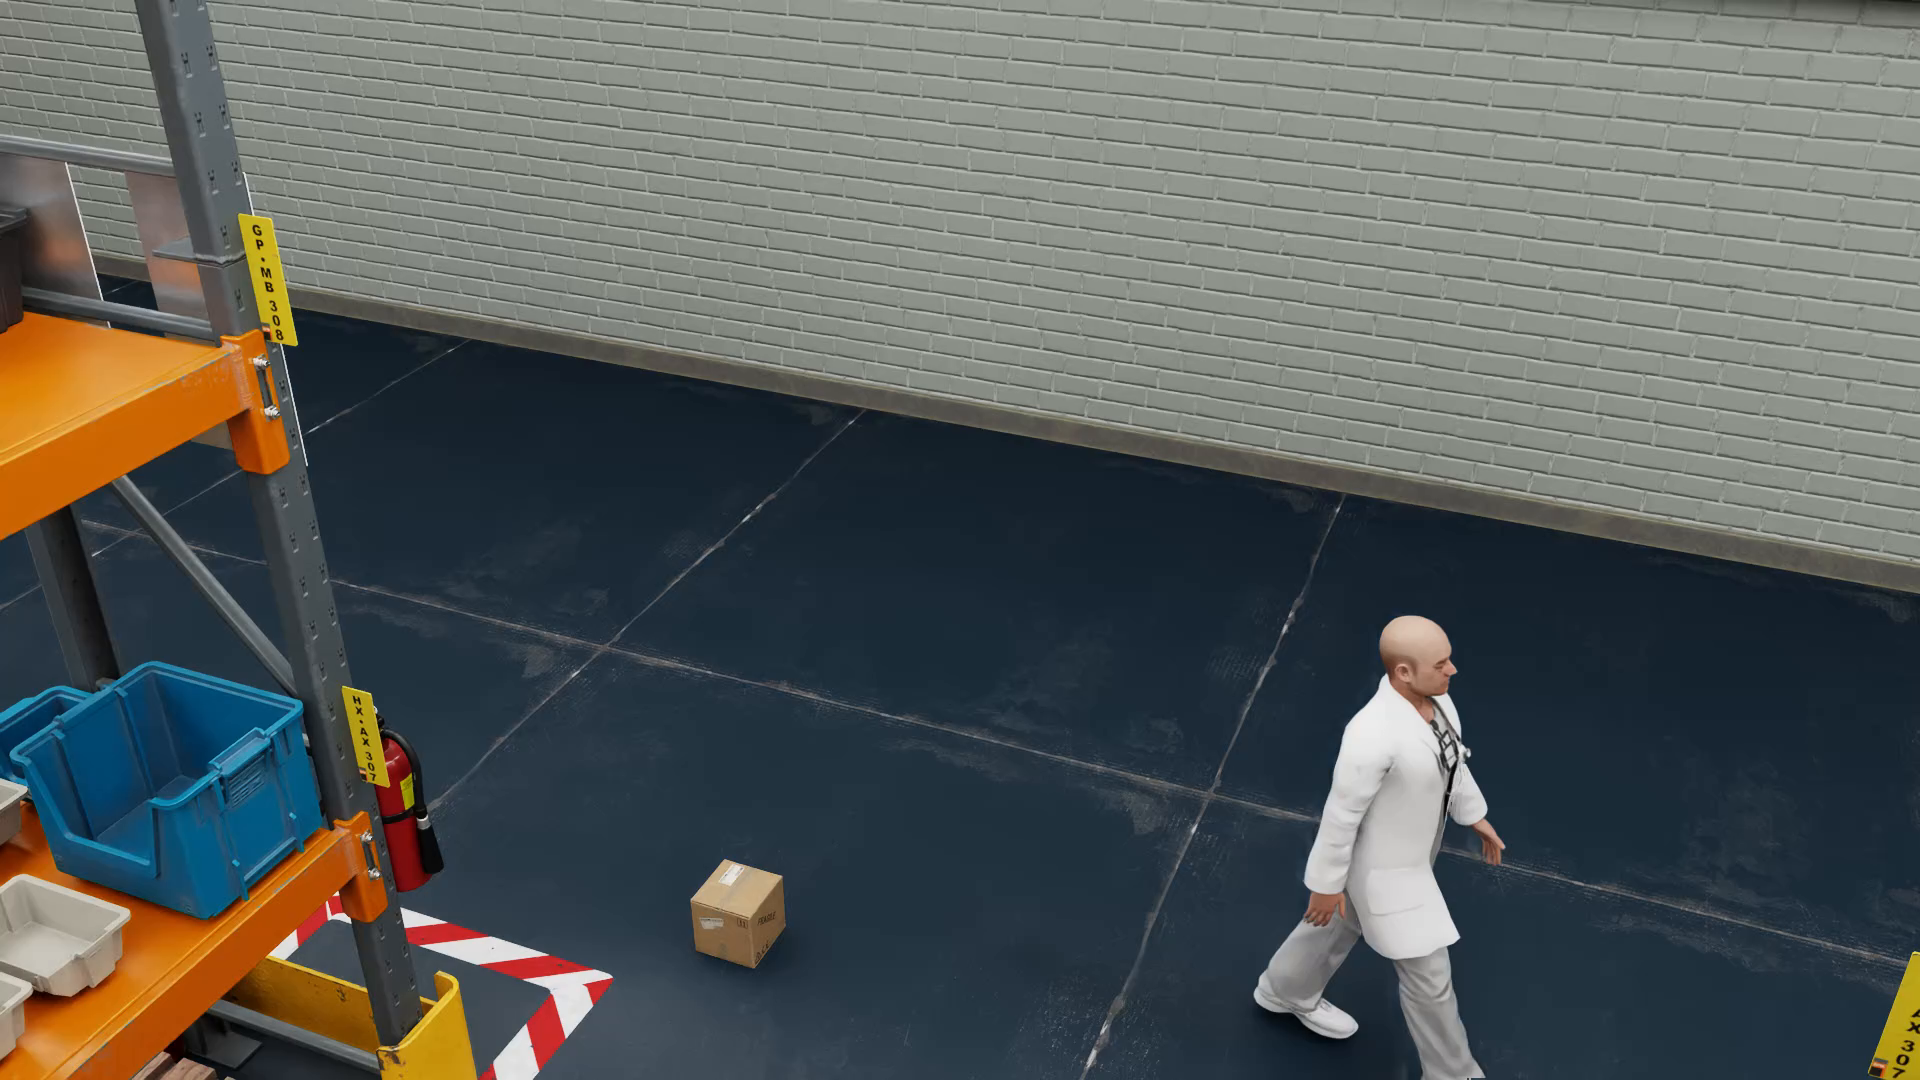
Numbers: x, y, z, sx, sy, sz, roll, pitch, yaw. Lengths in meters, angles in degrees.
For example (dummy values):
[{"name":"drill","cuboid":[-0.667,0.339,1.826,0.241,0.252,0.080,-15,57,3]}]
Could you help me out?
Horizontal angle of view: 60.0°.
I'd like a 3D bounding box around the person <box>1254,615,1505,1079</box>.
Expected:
[{"name":"person","cuboid":[1.463,1.021,5.287,0.990,1.748,0.616,15,33,25]}]
